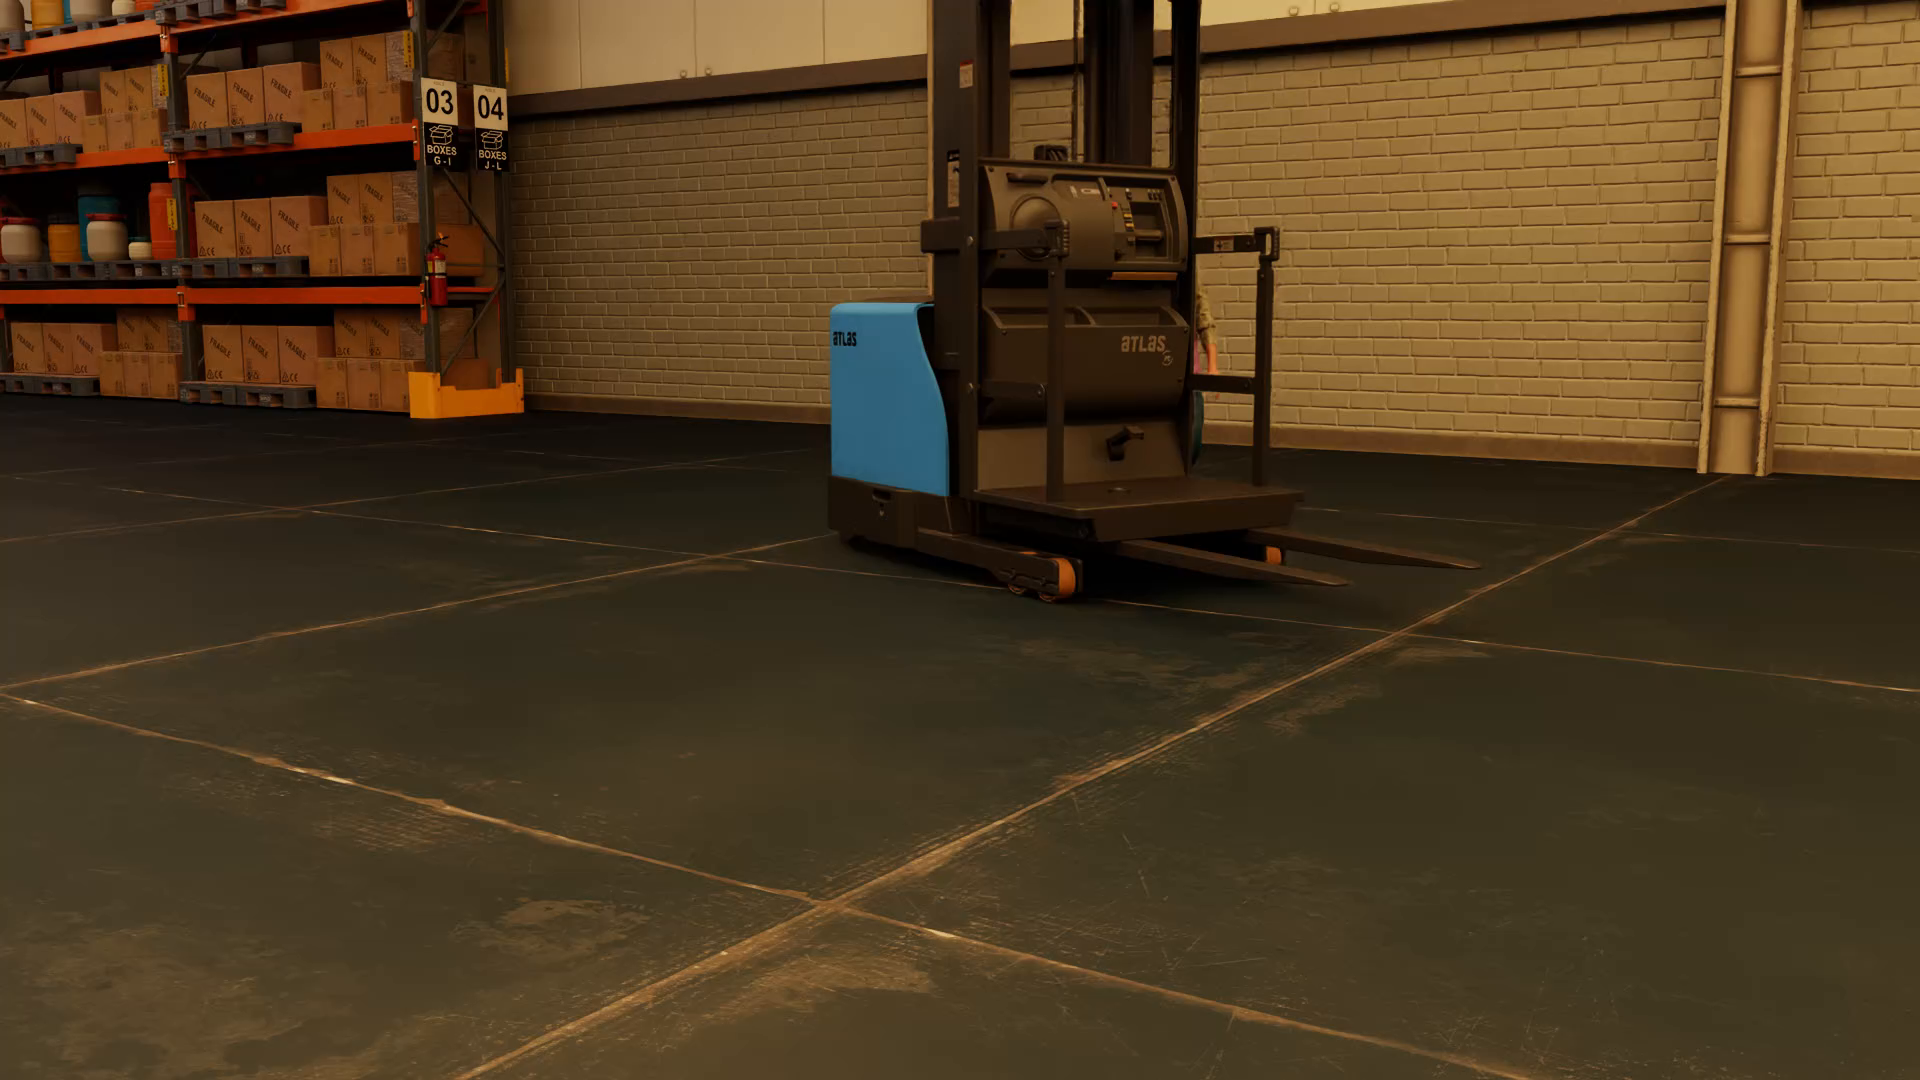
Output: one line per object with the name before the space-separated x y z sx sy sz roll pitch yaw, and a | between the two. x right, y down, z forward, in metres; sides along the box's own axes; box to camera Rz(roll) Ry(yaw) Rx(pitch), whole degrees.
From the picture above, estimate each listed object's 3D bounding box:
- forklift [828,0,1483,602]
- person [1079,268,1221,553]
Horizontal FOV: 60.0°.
forklift | 0.618 -1.300 6.334 1.130 2.935 3.031 -5 10 -32
person | 0.807 -0.698 7.042 0.654 1.494 0.655 0 8 -3
